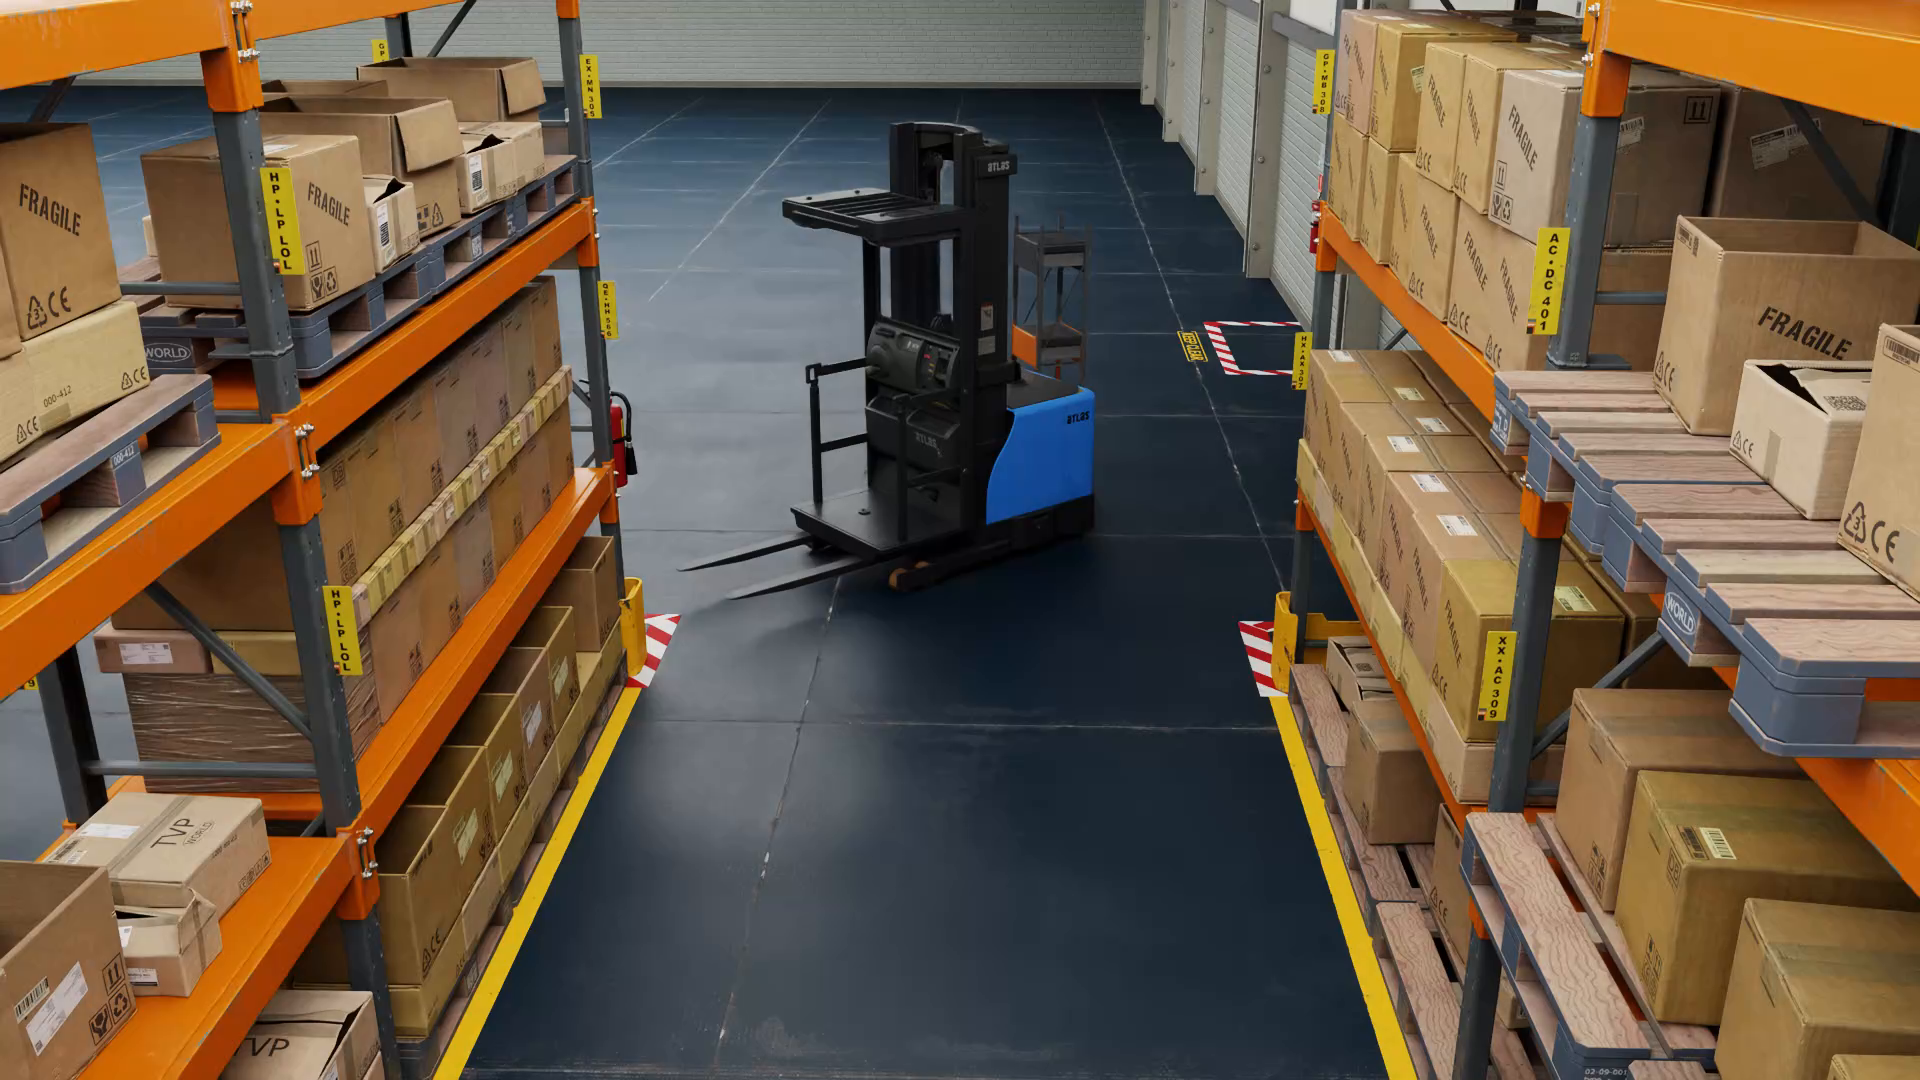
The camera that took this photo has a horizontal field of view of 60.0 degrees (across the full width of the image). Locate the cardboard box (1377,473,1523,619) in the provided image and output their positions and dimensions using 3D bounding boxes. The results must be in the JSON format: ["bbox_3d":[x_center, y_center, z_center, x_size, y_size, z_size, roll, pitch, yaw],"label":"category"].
[{"bbox_3d":[2.068,0.034,6.937,0.500,0.500,0.500,0,21,0],"label":"cardboard box"}]

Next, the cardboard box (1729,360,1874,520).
[{"bbox_3d":[2.212,-0.273,3.982,0.500,0.311,0.500,1,21,3],"label":"cardboard box"}]

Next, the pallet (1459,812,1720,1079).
[{"bbox_3d":[2.158,1.224,4.992,1.003,0.211,1.213,1,21,2],"label":"pallet"}]

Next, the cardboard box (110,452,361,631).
[{"bbox_3d":[-2.617,-0.005,5.963,0.700,0.500,0.500,1,21,2],"label":"cardboard box"}]

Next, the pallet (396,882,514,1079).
[{"bbox_3d":[-2.558,1.820,7.047,1.003,0.211,1.213,1,21,2],"label":"pallet"}]

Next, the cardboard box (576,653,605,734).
[{"bbox_3d":[-2.227,0.825,8.977,0.500,0.250,0.500,1,21,2],"label":"cardboard box"}]

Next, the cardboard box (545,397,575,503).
[{"bbox_3d":[-2.530,-0.517,9.077,0.700,0.500,0.500,1,21,2],"label":"cardboard box"}]

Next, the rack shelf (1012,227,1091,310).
[{"bbox_3d":[0.681,-2.039,12.467,0.431,0.518,0.480,-7,21,-19],"label":"rack shelf"}]

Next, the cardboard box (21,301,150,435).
[{"bbox_3d":[-2.653,-0.495,4.637,0.500,0.250,0.500,3,21,7],"label":"cardboard box"}]

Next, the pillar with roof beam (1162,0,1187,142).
[{"bbox_3d":[-0.281,-11.845,30.117,9.100,9.000,0.400,1,21,2],"label":"pillar with roof beam"}]

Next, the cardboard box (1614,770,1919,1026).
[{"bbox_3d":[2.253,0.994,4.574,0.700,0.500,0.500,3,21,7],"label":"cardboard box"}]

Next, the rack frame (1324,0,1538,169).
[{"bbox_3d":[2.449,-3.383,8.308,1.000,3.000,0.127,1,21,2],"label":"rack frame"}]

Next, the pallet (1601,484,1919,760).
[{"bbox_3d":[2.173,0.146,3.618,1.213,0.211,1.003,1,21,2],"label":"pallet"}]

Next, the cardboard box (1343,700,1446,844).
[{"bbox_3d":[2.248,1.094,7.910,0.700,0.500,0.500,-1,21,-2],"label":"cardboard box"}]

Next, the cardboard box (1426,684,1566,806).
[{"bbox_3d":[2.039,0.746,6.139,0.500,0.250,0.500,1,21,2],"label":"cardboard box"}]

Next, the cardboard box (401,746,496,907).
[{"bbox_3d":[-2.290,1.198,6.977,0.500,0.500,0.500,1,21,2],"label":"cardboard box"}]

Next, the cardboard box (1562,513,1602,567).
[{"bbox_3d":[2.570,0.217,6.467,0.500,0.500,0.500,1,21,1],"label":"cardboard box"}]

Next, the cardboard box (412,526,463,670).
[{"bbox_3d":[-2.588,0.228,7.157,0.700,0.500,0.500,1,21,2],"label":"cardboard box"}]

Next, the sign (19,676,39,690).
[{"bbox_3d":[-3.179,0.361,5.646,0.100,0.325,0.005,1,21,2],"label":"sign"}]

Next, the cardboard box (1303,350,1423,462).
[{"bbox_3d":[2.134,-0.706,8.844,0.500,0.500,0.500,1,21,2],"label":"cardboard box"}]

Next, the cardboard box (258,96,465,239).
[{"bbox_3d":[-2.448,-1.495,6.671,0.797,0.503,0.637,3,21,8],"label":"cardboard box"}]

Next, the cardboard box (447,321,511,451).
[{"bbox_3d":[-2.556,-0.730,7.833,0.700,0.500,0.500,1,21,2],"label":"cardboard box"}]

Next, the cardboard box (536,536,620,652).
[{"bbox_3d":[-2.222,0.294,9.307,0.500,0.500,0.500,1,21,2],"label":"cardboard box"}]

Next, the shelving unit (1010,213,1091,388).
[{"bbox_3d":[0.675,-1.395,12.703,0.431,2.100,0.503,-7,21,-19],"label":"shelving unit"}]

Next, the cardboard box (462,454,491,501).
[{"bbox_3d":[-2.369,-0.287,7.587,0.380,0.149,0.250,0,21,1],"label":"cardboard box"}]

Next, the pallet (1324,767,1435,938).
[{"bbox_3d":[2.347,1.475,7.936,1.003,0.211,1.213,1,21,2],"label":"pallet"}]

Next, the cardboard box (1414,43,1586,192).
[{"bbox_3d":[2.083,-1.632,6.393,0.500,0.500,0.500,0,21,0],"label":"cardboard box"}]

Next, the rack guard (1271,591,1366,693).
[{"bbox_3d":[2.446,0.607,9.774,1.175,0.500,0.348,1,21,2],"label":"rack guard"}]

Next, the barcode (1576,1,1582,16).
[{"bbox_3d":[2.927,-2.515,7.867,0.001,0.075,0.075,1,21,2],"label":"barcode"}]

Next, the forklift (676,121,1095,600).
[{"bbox_3d":[-0.485,-1.224,11.131,3.031,2.935,1.130,-16,27,-36],"label":"forklift"}]

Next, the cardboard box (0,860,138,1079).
[{"bbox_3d":[-2.680,1.228,4.578,0.500,0.500,0.500,2,21,6],"label":"cardboard box"}]

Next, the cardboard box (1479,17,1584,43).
[{"bbox_3d":[2.691,-2.150,7.730,0.500,0.500,0.500,2,21,5],"label":"cardboard box"}]

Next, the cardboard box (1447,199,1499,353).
[{"bbox_3d":[2.124,-0.962,6.050,0.500,0.500,0.500,-1,21,-3],"label":"cardboard box"}]

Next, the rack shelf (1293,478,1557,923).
[{"bbox_3d":[2.388,0.472,7.659,1.077,0.370,4.000,1,21,2],"label":"rack shelf"}]

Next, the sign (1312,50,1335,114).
[{"bbox_3d":[1.906,-2.398,8.707,0.100,0.325,0.005,1,21,2],"label":"sign"}]

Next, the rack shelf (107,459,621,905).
[{"bbox_3d":[-2.564,0.419,7.796,1.077,0.370,4.000,1,21,2],"label":"rack shelf"}]

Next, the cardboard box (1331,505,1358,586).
[{"bbox_3d":[2.094,0.019,8.012,0.500,0.250,0.500,0,21,1],"label":"cardboard box"}]

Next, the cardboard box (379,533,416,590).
[{"bbox_3d":[-2.402,0.084,6.631,0.380,0.149,0.250,0,21,1],"label":"cardboard box"}]

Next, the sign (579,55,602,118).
[{"bbox_3d":[-1.961,-2.403,8.813,0.100,0.325,0.005,1,21,2],"label":"sign"}]

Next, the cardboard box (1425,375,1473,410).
[{"bbox_3d":[2.622,-0.520,8.367,0.500,0.500,0.500,1,21,2],"label":"cardboard box"}]

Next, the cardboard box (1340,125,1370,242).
[{"bbox_3d":[2.137,-1.728,8.024,0.500,0.500,0.500,2,21,5],"label":"cardboard box"}]

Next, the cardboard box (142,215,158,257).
[{"bbox_3d":[-2.861,-1.174,6.336,0.380,0.149,0.250,1,21,2],"label":"cardboard box"}]

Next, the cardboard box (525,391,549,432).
[{"bbox_3d":[-2.338,-0.661,8.551,0.380,0.149,0.250,0,21,1],"label":"cardboard box"}]

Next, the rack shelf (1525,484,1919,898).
[{"bbox_3d":[2.266,0.520,3.389,1.077,0.370,4.000,1,21,2],"label":"rack shelf"}]

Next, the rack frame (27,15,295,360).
[{"bbox_3d":[-2.624,-1.990,4.717,1.000,3.000,0.127,1,21,2],"label":"rack frame"}]

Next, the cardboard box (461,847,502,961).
[{"bbox_3d":[-2.287,1.548,7.113,0.500,0.250,0.500,1,21,2],"label":"cardboard box"}]
